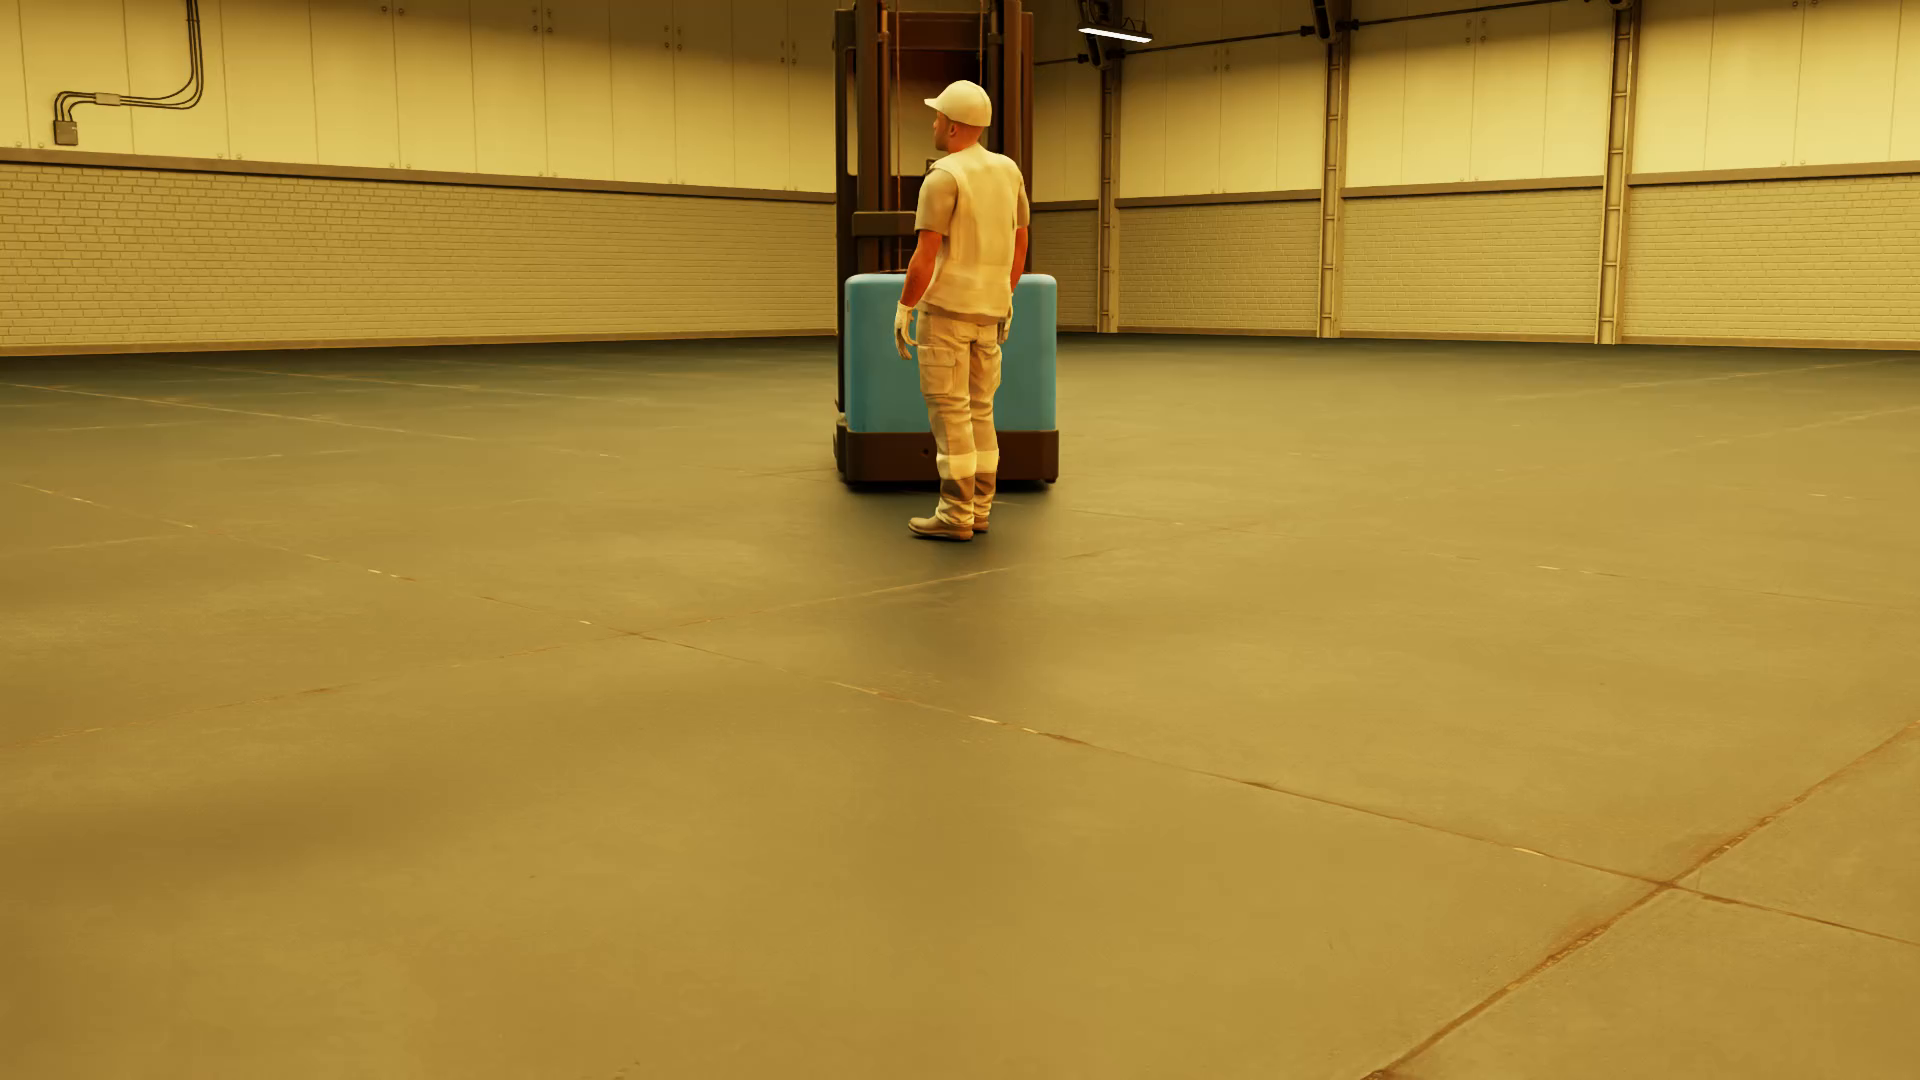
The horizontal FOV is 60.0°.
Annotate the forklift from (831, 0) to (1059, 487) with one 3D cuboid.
[{"bbox_3d":[-0.167,-1.895,9.461,1.130,2.935,3.031,-1,9,-5],"label":"forklift"}]

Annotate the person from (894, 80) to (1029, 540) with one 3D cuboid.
[{"bbox_3d":[-0.049,-0.901,6.646,0.564,1.787,0.638,8,12,43],"label":"person"}]
